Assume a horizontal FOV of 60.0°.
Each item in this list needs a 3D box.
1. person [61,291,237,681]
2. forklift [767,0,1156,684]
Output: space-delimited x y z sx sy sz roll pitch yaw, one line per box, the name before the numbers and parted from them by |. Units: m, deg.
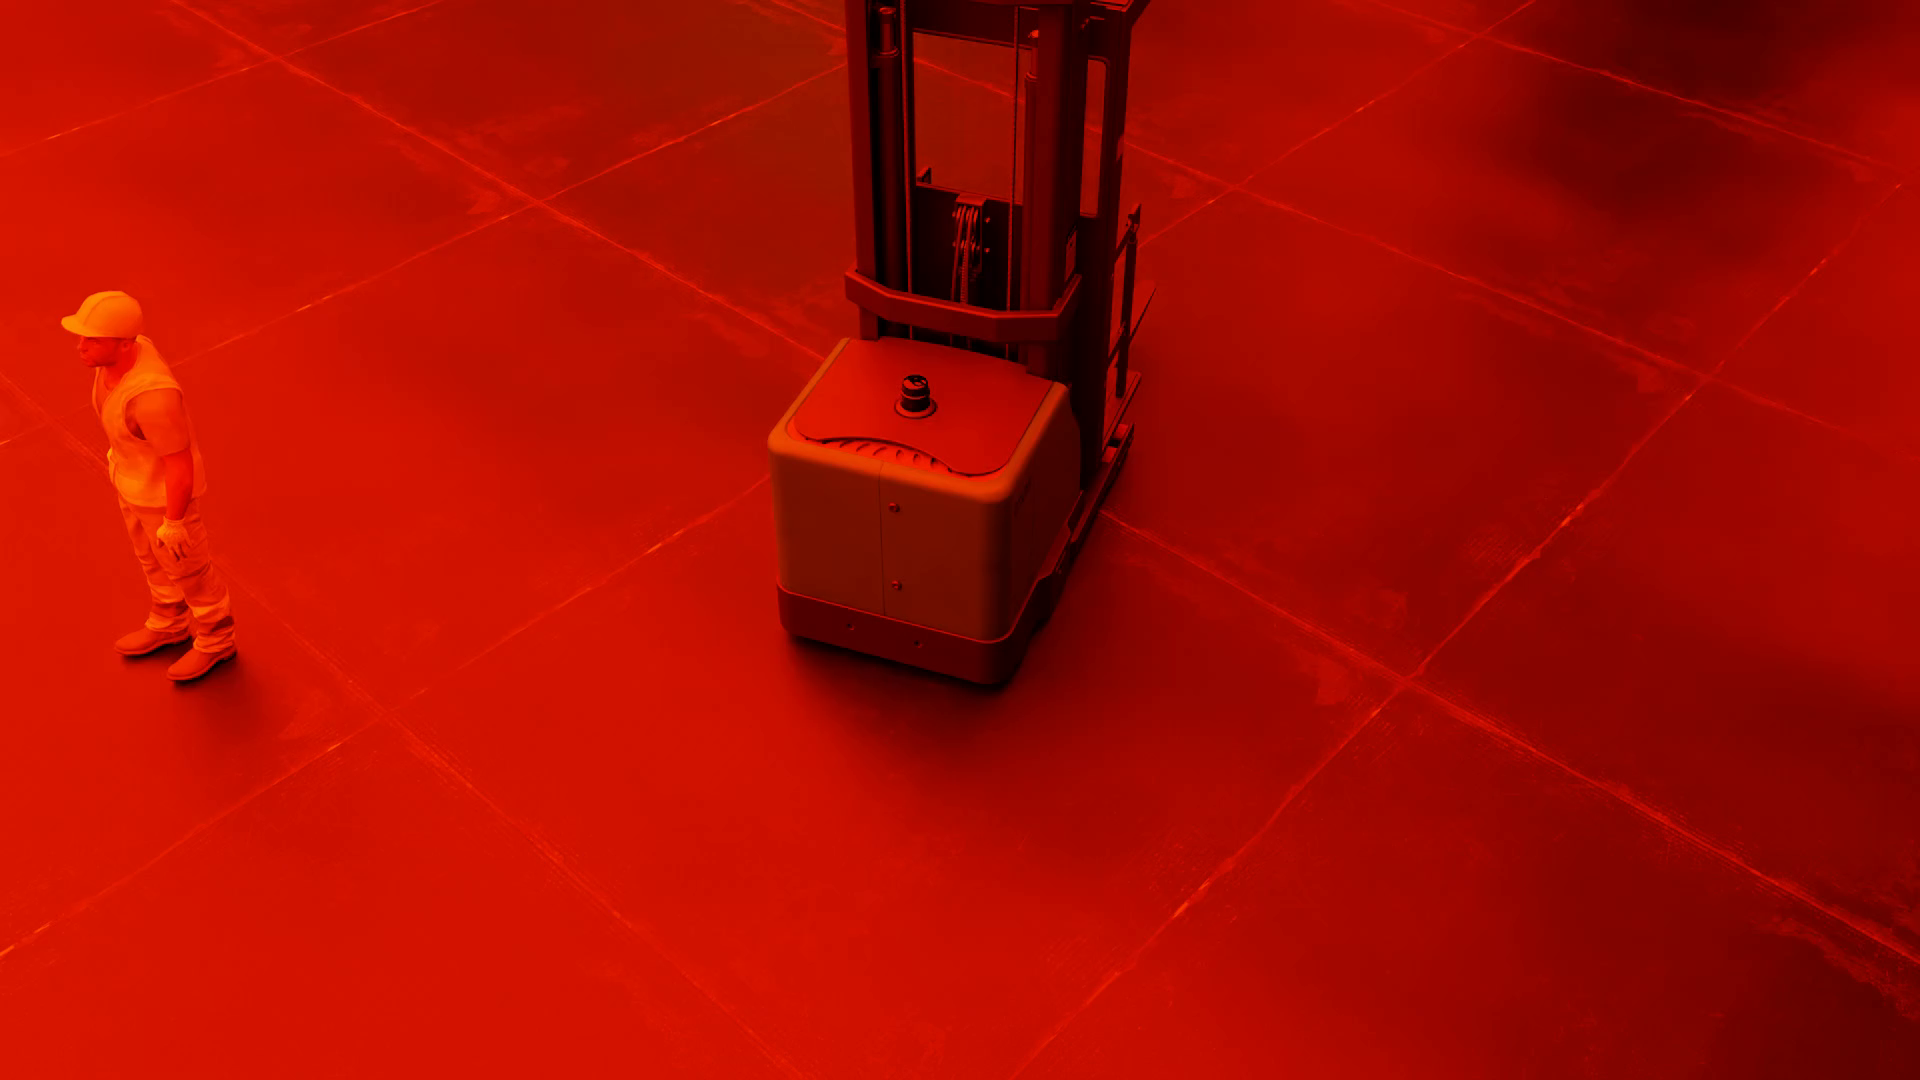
person | -3.213 -0.172 6.495 0.564 1.787 0.638 -28 48 -29
forklift | 0.211 -1.484 7.158 1.130 2.935 3.031 14 42 15
